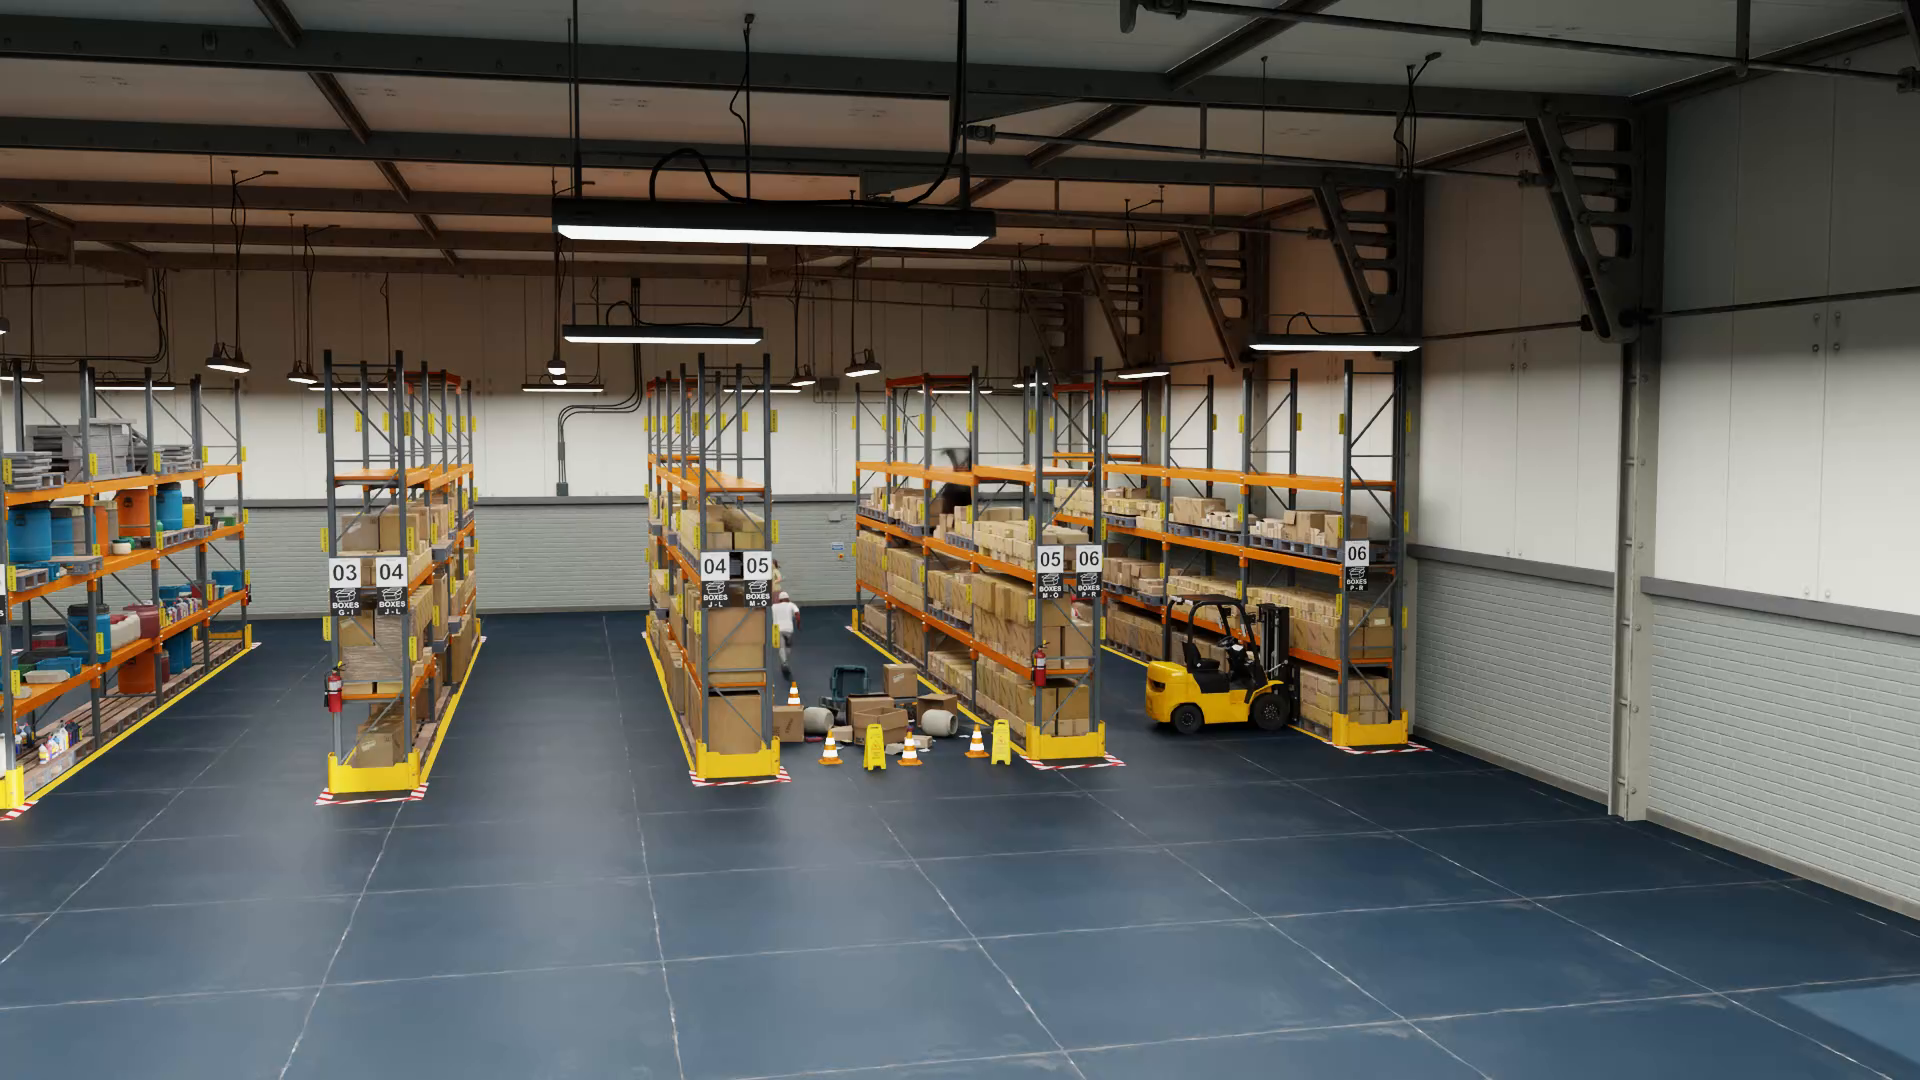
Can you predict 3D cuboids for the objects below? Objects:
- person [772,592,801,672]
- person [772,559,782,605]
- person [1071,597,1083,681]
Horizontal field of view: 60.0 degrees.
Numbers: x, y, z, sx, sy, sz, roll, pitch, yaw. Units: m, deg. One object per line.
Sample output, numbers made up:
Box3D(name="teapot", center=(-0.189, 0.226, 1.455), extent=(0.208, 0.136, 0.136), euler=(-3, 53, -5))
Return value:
Box3D(name="person", center=(-3.554, 1.881, 33.367), extent=(0.703, 1.607, 1.128), euler=(0, 4, -3))
Box3D(name="person", center=(-4.679, 1.286, 41.653), extent=(0.549, 1.635, 0.661), euler=(-2, 4, -27))
Box3D(name="person", center=(2.035, 1.923, 31.605), extent=(0.663, 1.794, 0.916), euler=(-1, 4, -17))
